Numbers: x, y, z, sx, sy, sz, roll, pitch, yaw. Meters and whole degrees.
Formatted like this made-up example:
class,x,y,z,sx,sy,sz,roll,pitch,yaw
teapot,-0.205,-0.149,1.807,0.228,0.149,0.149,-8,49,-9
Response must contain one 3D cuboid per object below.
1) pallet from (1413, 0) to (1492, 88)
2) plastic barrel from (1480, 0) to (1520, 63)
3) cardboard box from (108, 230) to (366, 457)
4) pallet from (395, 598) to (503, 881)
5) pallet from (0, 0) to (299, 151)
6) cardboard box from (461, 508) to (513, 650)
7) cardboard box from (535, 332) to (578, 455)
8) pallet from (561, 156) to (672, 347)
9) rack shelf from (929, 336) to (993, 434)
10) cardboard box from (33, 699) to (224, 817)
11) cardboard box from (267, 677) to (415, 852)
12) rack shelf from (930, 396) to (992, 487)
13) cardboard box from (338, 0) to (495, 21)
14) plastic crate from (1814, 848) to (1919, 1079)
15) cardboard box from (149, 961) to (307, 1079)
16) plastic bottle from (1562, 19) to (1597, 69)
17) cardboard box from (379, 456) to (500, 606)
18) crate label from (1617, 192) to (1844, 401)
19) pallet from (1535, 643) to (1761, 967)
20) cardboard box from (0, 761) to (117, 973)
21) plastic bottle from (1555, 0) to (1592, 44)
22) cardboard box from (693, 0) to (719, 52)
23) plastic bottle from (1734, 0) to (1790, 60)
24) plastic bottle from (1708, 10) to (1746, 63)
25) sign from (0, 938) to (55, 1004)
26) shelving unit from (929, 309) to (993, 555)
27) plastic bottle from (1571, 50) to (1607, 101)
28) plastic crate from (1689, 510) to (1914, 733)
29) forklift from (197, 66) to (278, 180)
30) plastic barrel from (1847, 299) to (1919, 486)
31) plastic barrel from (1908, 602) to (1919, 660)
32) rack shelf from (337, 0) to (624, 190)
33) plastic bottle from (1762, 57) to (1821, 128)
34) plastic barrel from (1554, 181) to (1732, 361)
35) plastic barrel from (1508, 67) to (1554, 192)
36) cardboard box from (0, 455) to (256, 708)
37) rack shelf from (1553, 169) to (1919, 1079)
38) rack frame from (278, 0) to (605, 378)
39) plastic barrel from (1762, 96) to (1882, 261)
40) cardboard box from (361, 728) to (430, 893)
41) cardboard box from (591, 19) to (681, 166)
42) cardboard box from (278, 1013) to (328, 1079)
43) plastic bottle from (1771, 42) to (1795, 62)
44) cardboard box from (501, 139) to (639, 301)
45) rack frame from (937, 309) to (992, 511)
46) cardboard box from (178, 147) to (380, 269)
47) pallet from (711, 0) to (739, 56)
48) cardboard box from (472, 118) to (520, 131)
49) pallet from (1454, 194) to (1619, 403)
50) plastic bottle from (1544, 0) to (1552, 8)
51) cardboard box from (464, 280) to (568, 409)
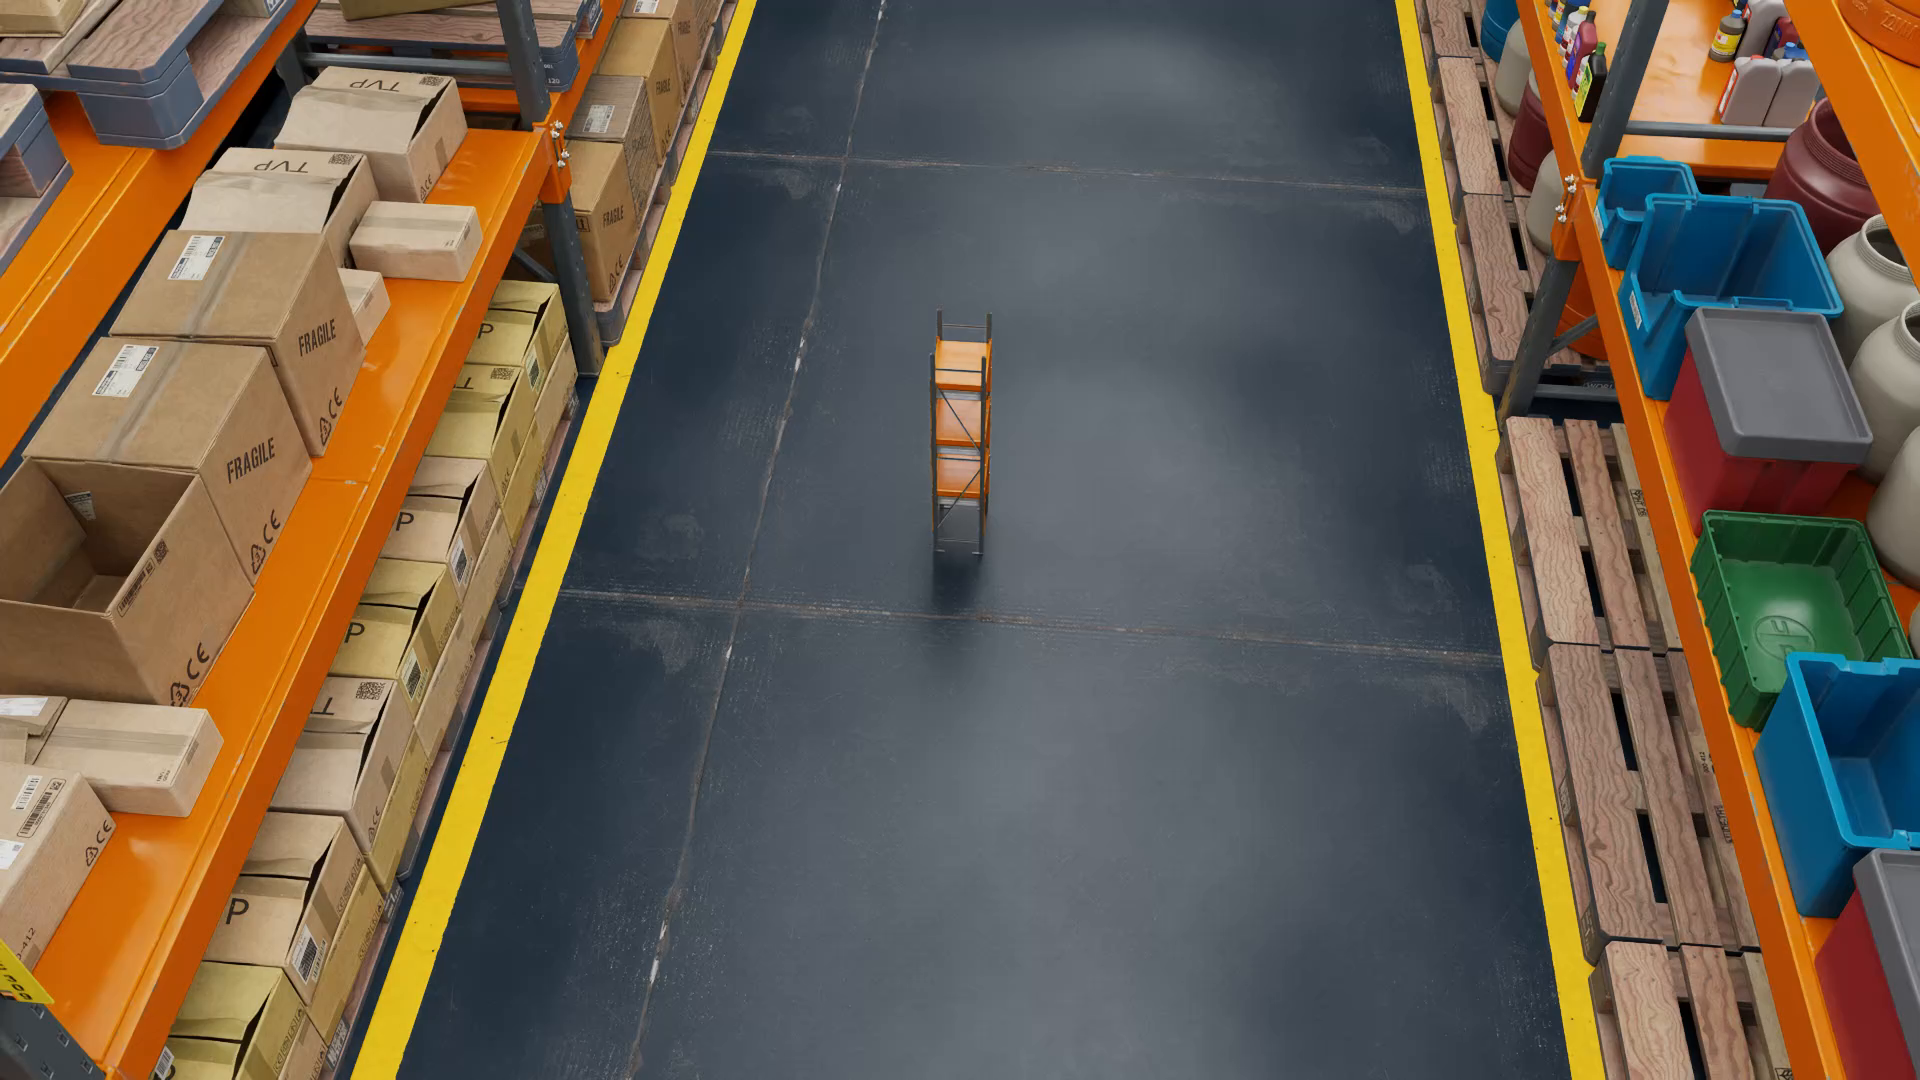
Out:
class,x,y,z,sx,sy,sz,roll,pitch,yaw
pallet,3.083,-2.914,9.272,1.003,0.211,1.213,4,48,4
plastic barrel,3.063,-2.934,8.538,0.600,0.901,0.708,4,48,4
cardboard box,-2.239,-0.615,5.212,0.500,0.500,0.500,2,48,1
pallet,-2.330,0.622,6.038,1.003,0.211,1.213,4,48,4
pallet,-2.174,-1.438,4.127,1.003,0.211,1.213,6,48,5
cardboard box,-2.000,0.122,6.184,0.500,0.250,0.500,5,48,4
cardboard box,-1.907,-0.626,6.869,0.500,0.250,0.500,5,48,4
pallet,-1.997,-1.421,7.906,1.003,0.211,1.213,4,48,4
rack shelf,0.005,-0.578,6.197,0.215,0.259,0.240,4,48,4
cardboard box,-2.183,0.571,4.365,0.380,0.149,0.250,4,48,4
cardboard box,-2.084,0.686,5.289,0.500,0.311,0.500,2,48,2
rack shelf,0.005,-0.386,6.406,0.215,0.259,0.240,4,48,4
cardboard box,-2.157,-2.461,6.616,0.700,0.500,0.500,-11,48,-10
plastic crate,2.205,1.062,3.703,0.402,0.464,0.583,4,48,4
cardboard box,-2.181,1.434,4.605,0.500,0.311,0.500,4,48,4
plastic bottle,2.492,-1.992,6.674,0.097,0.201,0.097,0,48,0
cardboard box,-1.995,-0.064,5.975,0.500,0.311,0.500,4,48,3
crate label,2.470,-0.780,5.406,0.502,0.435,0.616,4,48,4
pallet,2.607,0.922,5.764,1.003,0.211,1.213,4,48,4
cardboard box,-2.466,0.810,4.078,0.500,0.250,0.500,7,48,6
plastic bottle,2.510,-2.158,6.779,0.097,0.271,0.097,0,48,0
cardboard box,-1.597,-2.947,8.808,0.500,0.500,0.500,4,48,4
plastic bottle,3.234,-2.074,6.698,0.152,0.276,0.135,4,48,4
plastic bottle,3.108,-2.044,6.721,0.097,0.201,0.097,0,48,0
sign,-1.914,0.841,3.308,0.100,0.325,0.005,4,48,4
shelving unit,0.005,-0.394,6.399,0.215,1.050,0.252,4,48,4
plastic bottle,2.471,-1.822,6.519,0.097,0.201,0.097,0,48,0
plastic crate,2.343,0.232,4.648,0.450,0.188,0.662,4,48,4
forklift,-4.263,-3.030,7.535,1.130,2.935,3.031,3,48,3
plastic barrel,2.911,-0.438,5.042,0.421,0.512,0.421,0,48,0
plastic barrel,2.838,0.186,4.455,0.433,0.535,0.433,0,48,0
rack shelf,-1.920,-3.043,7.987,1.077,0.370,4.000,4,48,4
plastic bottle,3.191,-1.734,6.387,0.152,0.276,0.135,4,48,4
plastic barrel,2.858,-1.250,7.046,0.600,0.830,0.708,4,48,4
plastic barrel,2.961,-1.998,7.894,0.600,0.588,0.708,4,48,4
cardboard box,-2.333,0.140,4.522,0.500,0.500,0.500,7,48,6
rack shelf,2.648,0.233,4.992,1.077,0.370,4.000,4,48,4
rack frame,-2.102,-1.816,6.378,1.000,3.000,0.127,4,48,4
plastic barrel,3.089,-1.164,5.690,0.600,0.536,0.708,4,48,4
cardboard box,-2.091,0.874,5.497,0.500,0.250,0.500,3,48,2
cardboard box,-1.683,-2.189,8.115,0.500,0.500,0.500,3,48,3
cardboard box,-2.183,1.630,4.805,0.500,0.250,0.500,3,48,3
plastic bottle,3.238,-1.864,6.557,0.097,0.201,0.097,0,48,0
cardboard box,-1.776,-1.436,7.426,0.500,0.500,0.500,6,48,5
rack frame,0.016,-0.483,6.481,0.200,1.050,0.008,4,48,4
cardboard box,-2.377,-1.141,5.822,0.500,0.311,0.500,3,48,3
pallet,-1.774,-3.214,9.546,1.003,0.211,1.213,4,48,4
cardboard box,-2.251,-1.824,7.781,0.500,0.500,0.500,6,48,5
pallet,2.860,-1.121,7.632,1.003,0.211,1.213,4,48,4
plastic bottle,2.536,-2.349,7.001,0.097,0.201,0.097,0,48,0
cardboard box,-1.905,-0.817,6.663,0.500,0.311,0.500,5,48,5
